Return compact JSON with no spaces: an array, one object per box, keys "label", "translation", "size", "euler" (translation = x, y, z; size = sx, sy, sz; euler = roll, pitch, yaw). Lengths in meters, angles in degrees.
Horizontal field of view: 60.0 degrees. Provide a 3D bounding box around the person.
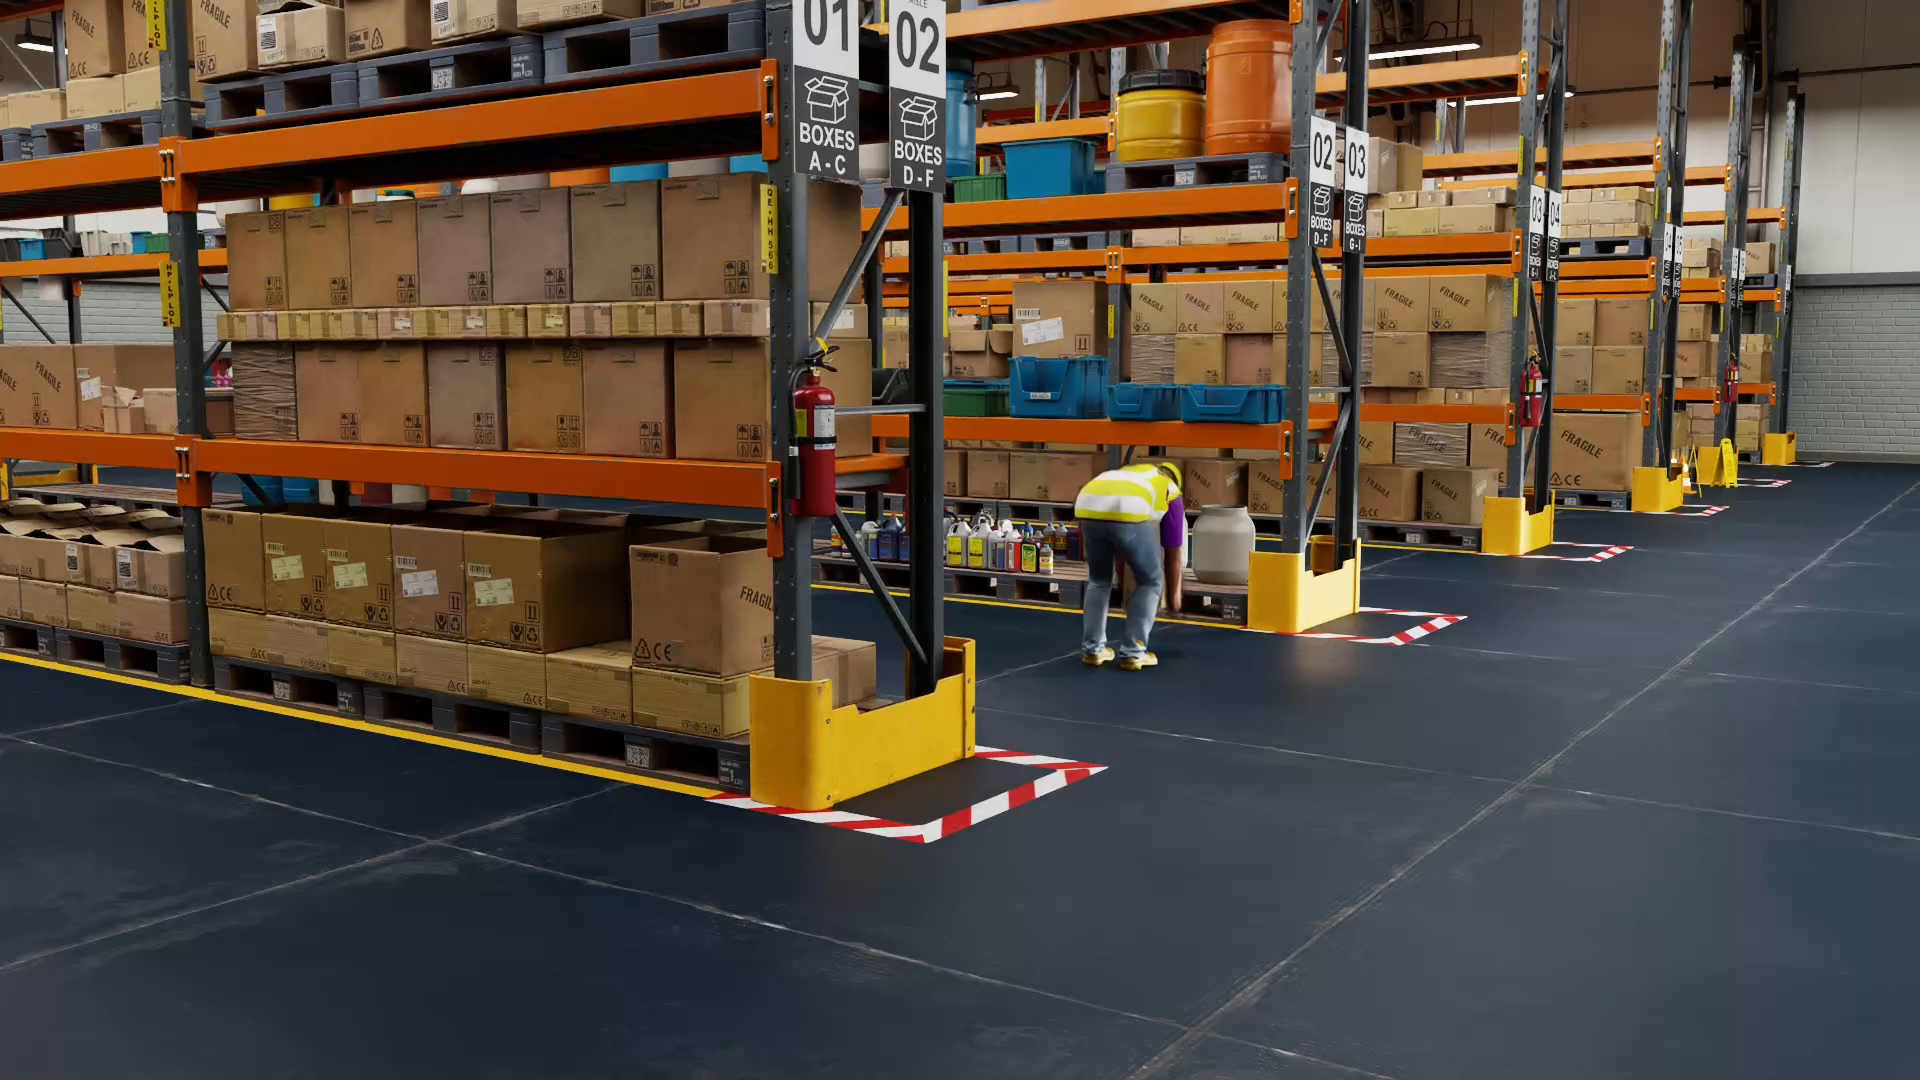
[{"label":"person","translation":[1.006,0.124,9.510],"size":[0.477,1.119,0.979],"euler":[4,7,31]}]
